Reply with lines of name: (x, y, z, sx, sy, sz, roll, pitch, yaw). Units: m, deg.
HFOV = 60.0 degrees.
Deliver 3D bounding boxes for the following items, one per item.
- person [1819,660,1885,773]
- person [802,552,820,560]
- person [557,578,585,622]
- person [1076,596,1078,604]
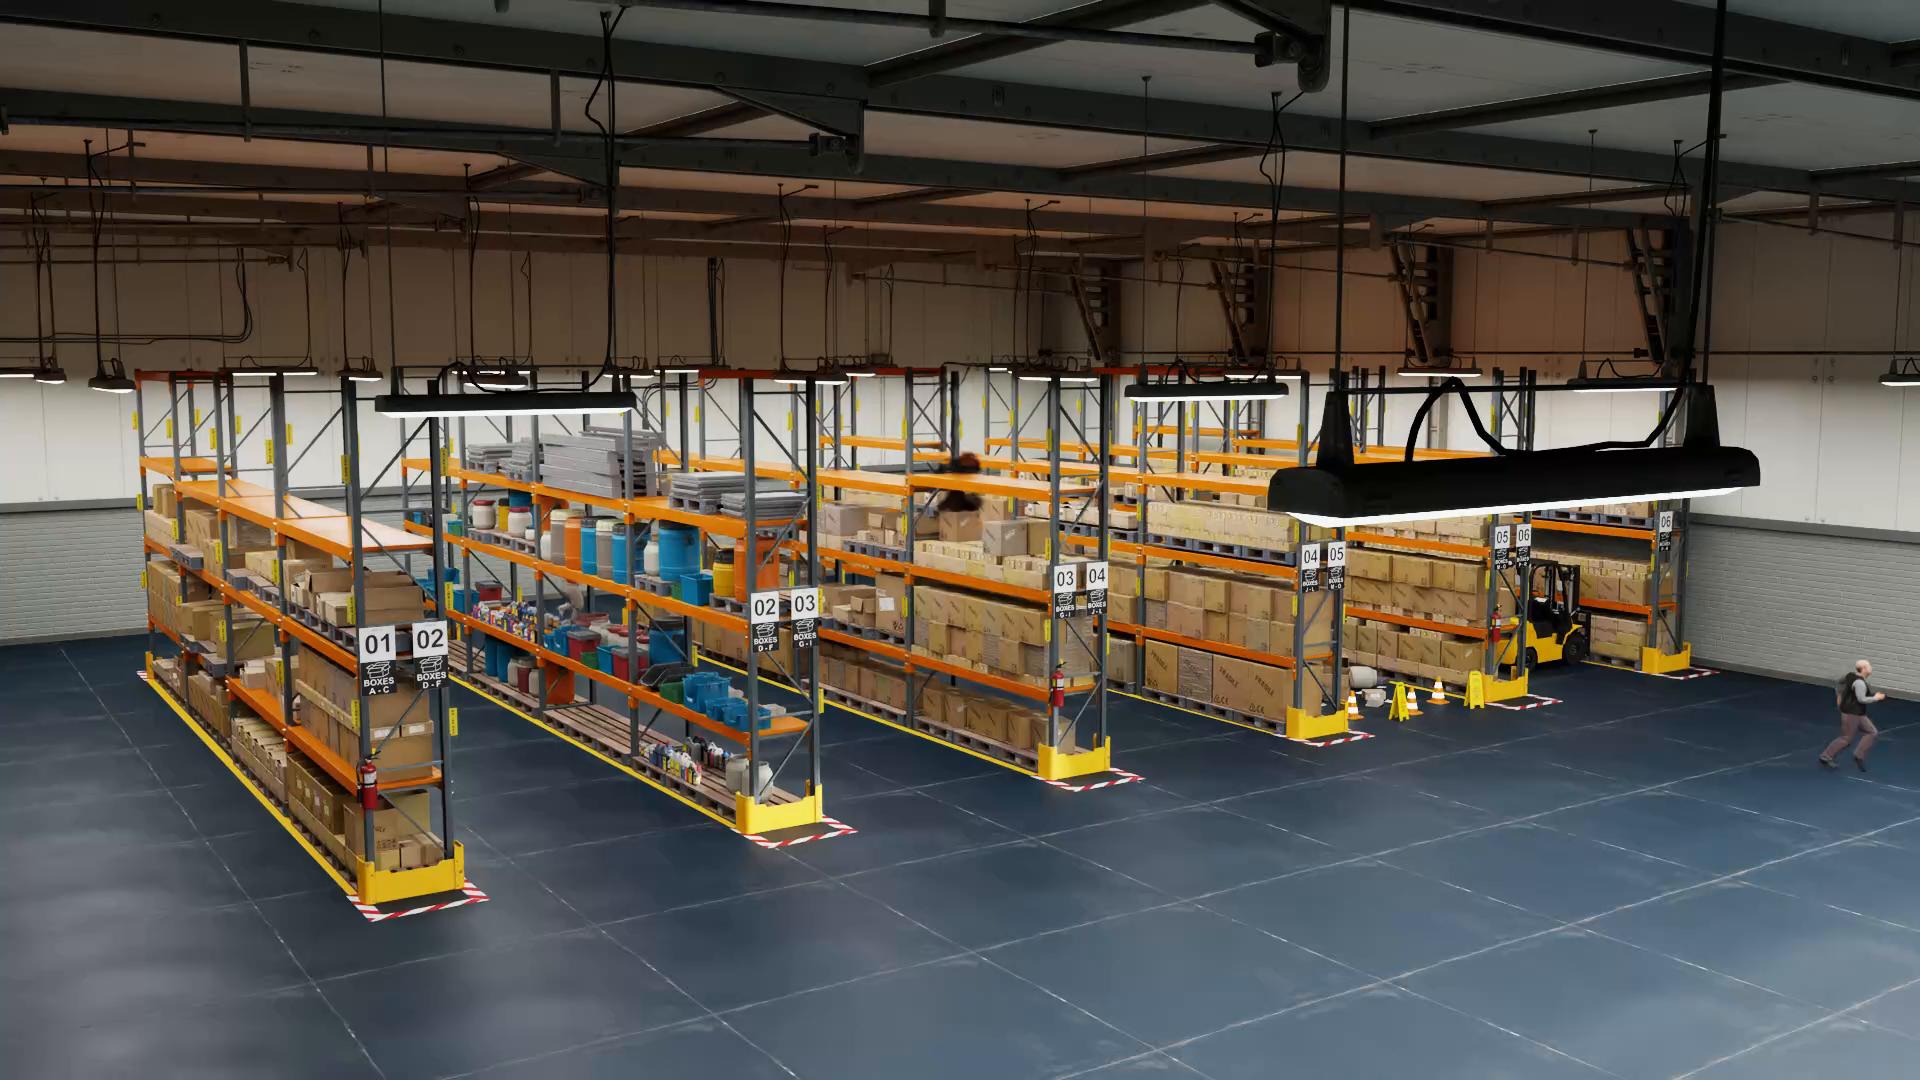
person: (13.469, 2.654, 25.095, 0.824, 1.734, 0.680, 3, 7, 22)
person: (-3.724, 0.809, 41.584, 0.577, 1.689, 0.833, 3, 7, 28)
person: (-9.041, 1.145, 38.666, 0.601, 1.688, 0.708, -3, 7, -26)
person: (2.055, 1.791, 30.046, 0.681, 1.766, 0.624, -5, 8, -37)
